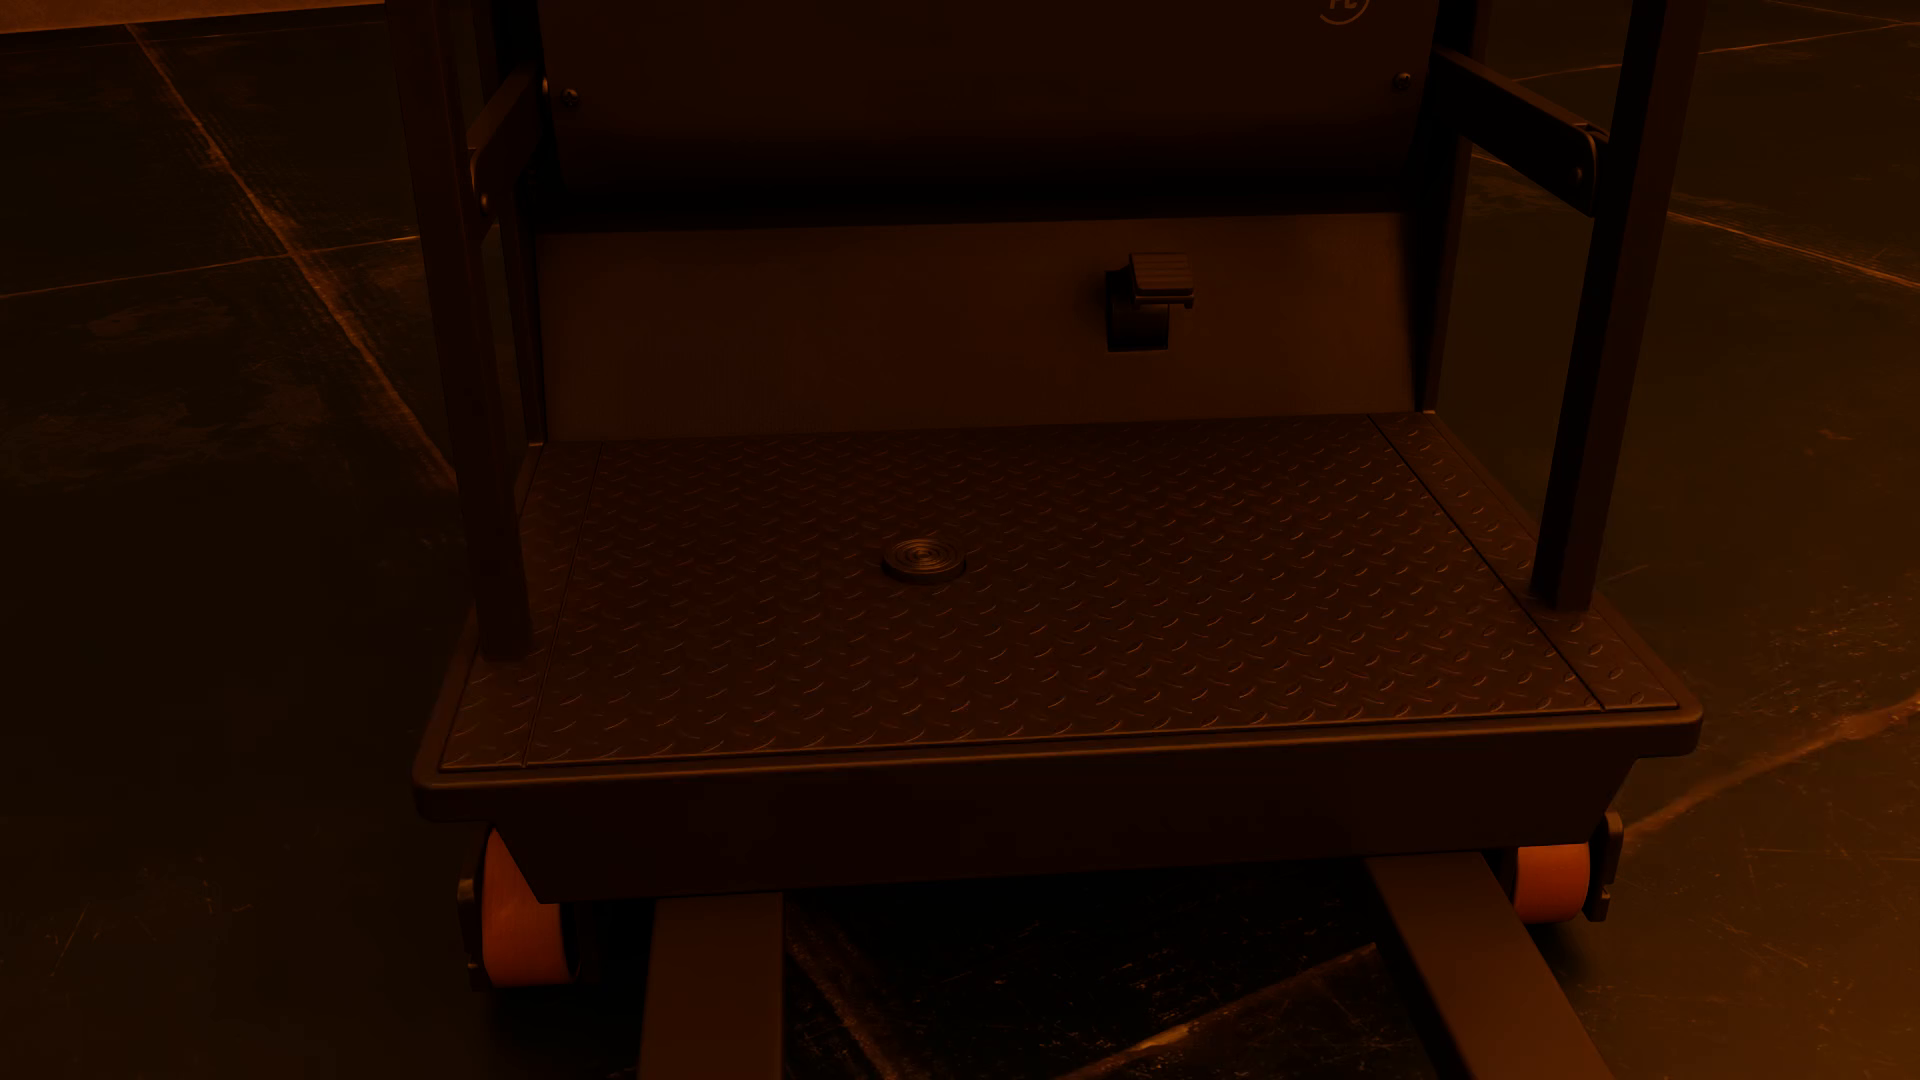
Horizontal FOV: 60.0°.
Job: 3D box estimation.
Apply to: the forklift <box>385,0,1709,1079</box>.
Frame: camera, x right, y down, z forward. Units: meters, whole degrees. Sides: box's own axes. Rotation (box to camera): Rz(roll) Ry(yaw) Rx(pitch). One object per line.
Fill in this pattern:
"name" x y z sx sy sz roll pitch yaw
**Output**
"forklift" 0.056 -1.028 1.288 1.130 2.935 3.031 -2 27 -5
